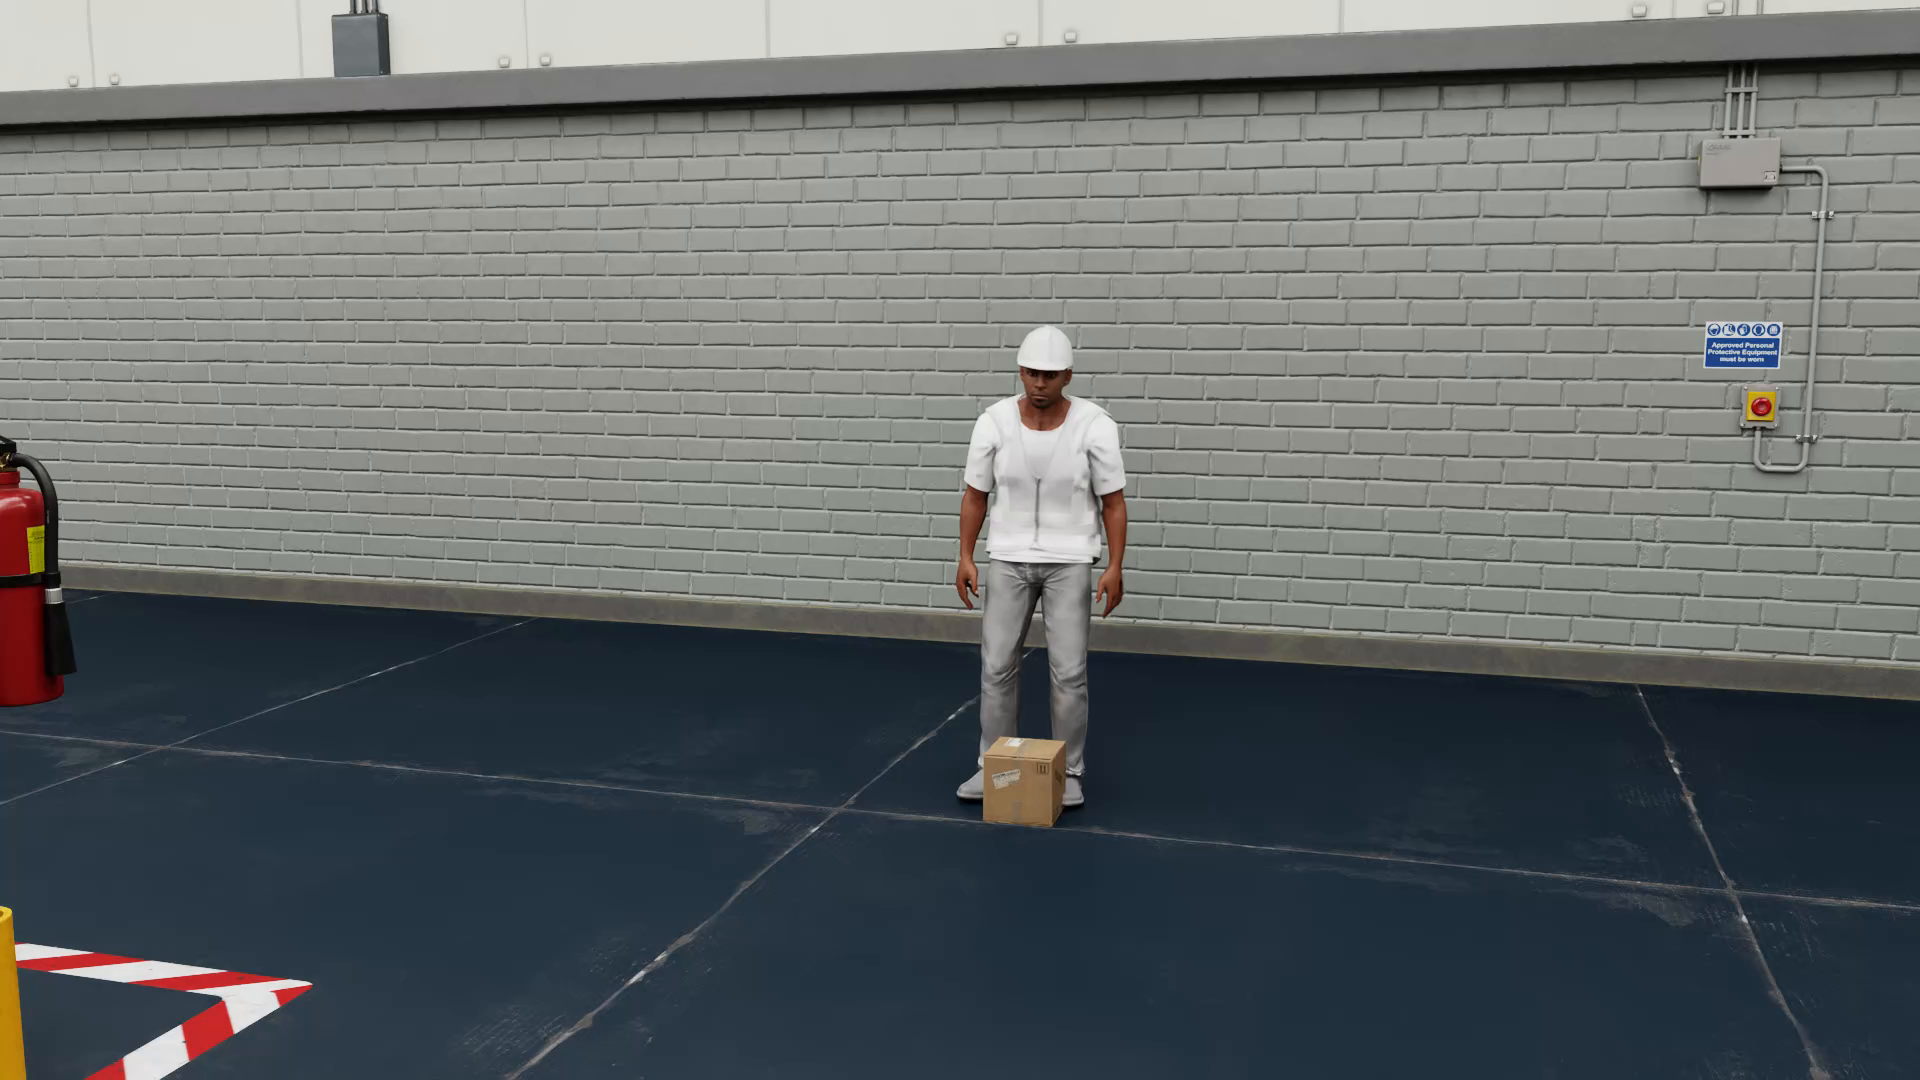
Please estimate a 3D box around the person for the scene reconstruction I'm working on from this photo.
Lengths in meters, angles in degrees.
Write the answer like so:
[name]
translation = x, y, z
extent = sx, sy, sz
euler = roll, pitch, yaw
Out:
[person]
translation = 0.294, 0.095, 6.122
extent = 0.629, 1.759, 0.461
euler = 2, 8, 13
